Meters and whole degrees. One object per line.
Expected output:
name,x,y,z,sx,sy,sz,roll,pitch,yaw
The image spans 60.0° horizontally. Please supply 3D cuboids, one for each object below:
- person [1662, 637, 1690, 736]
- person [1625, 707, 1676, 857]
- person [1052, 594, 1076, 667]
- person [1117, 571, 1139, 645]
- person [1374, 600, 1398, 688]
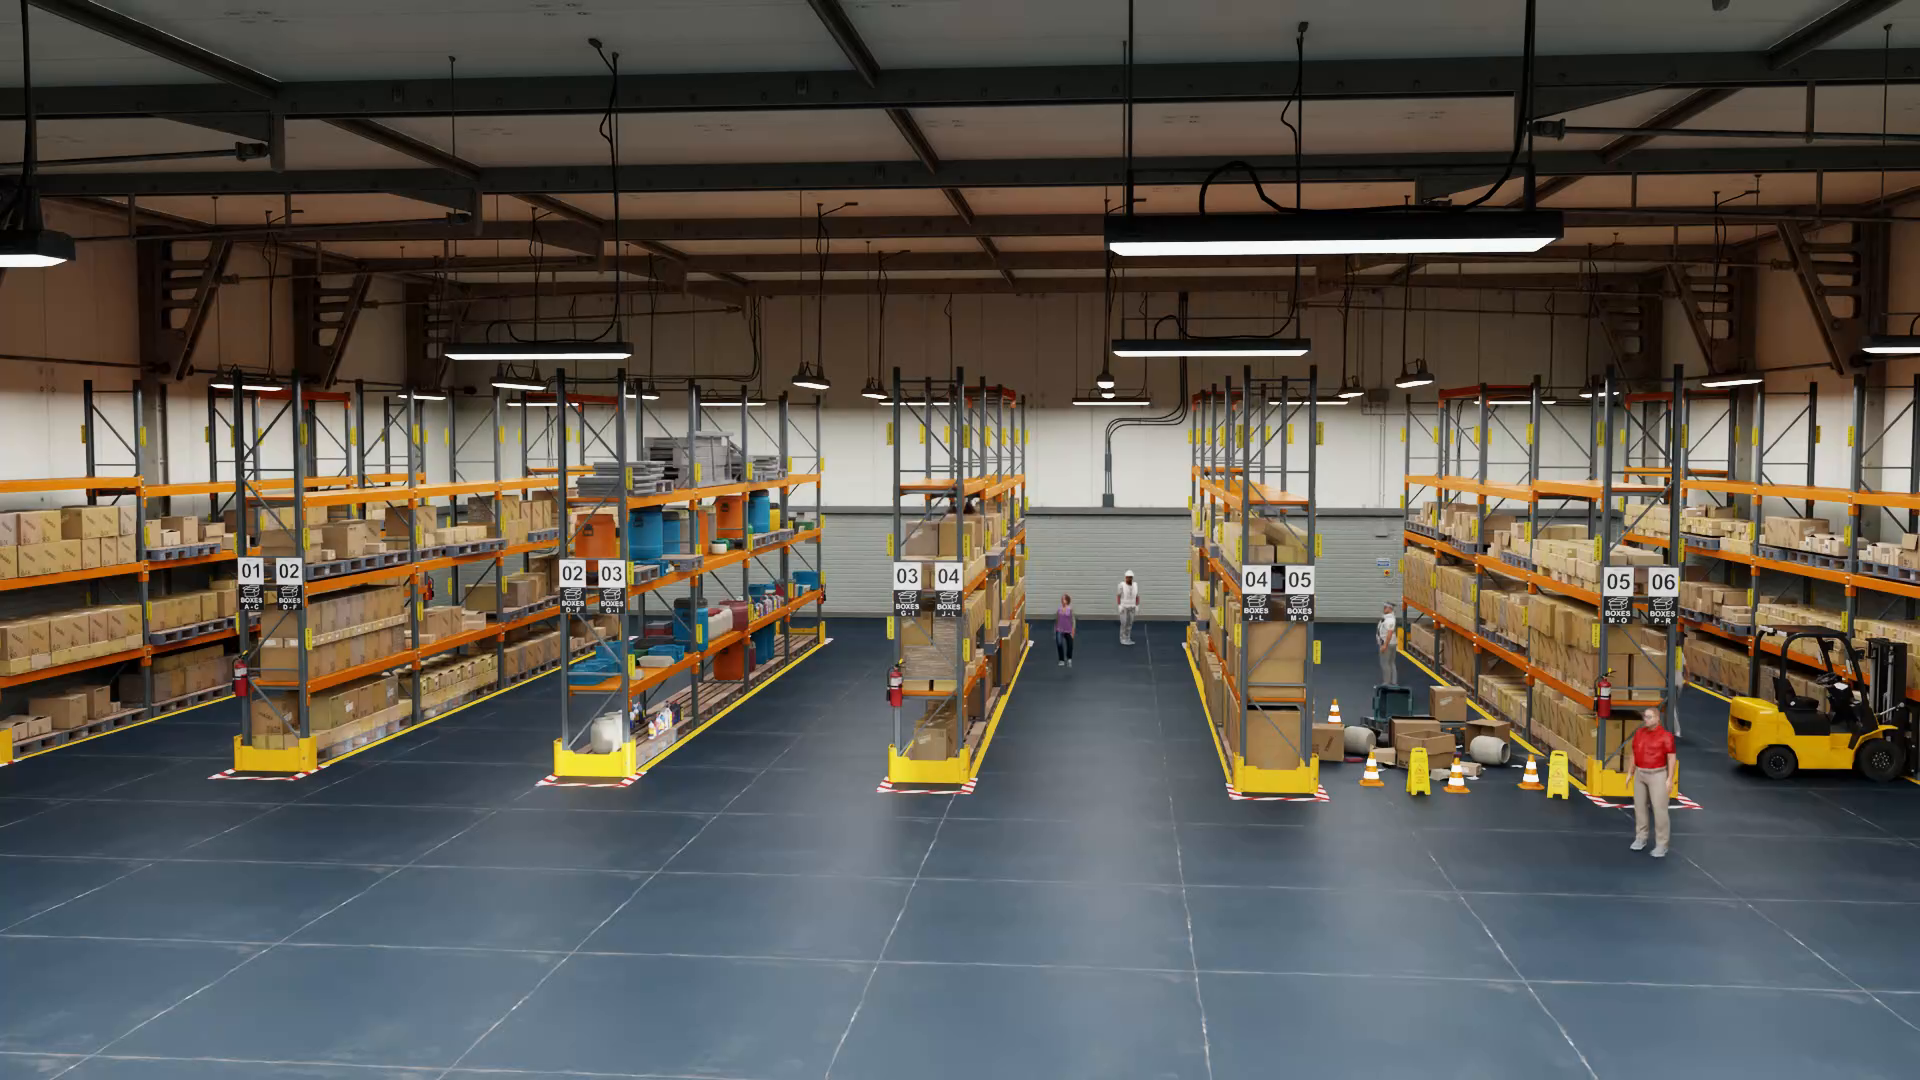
person,11.958,2.476,27.905,0.619,1.684,0.637,0,4,3
person,8.318,2.893,20.084,0.397,1.746,0.574,-2,4,-31
person,2.151,1.888,34.358,0.479,1.525,0.646,0,4,4
person,4.047,1.626,39.974,0.576,1.794,0.385,-2,4,-24
person,8.462,2.079,32.956,0.410,1.790,0.598,2,4,32
